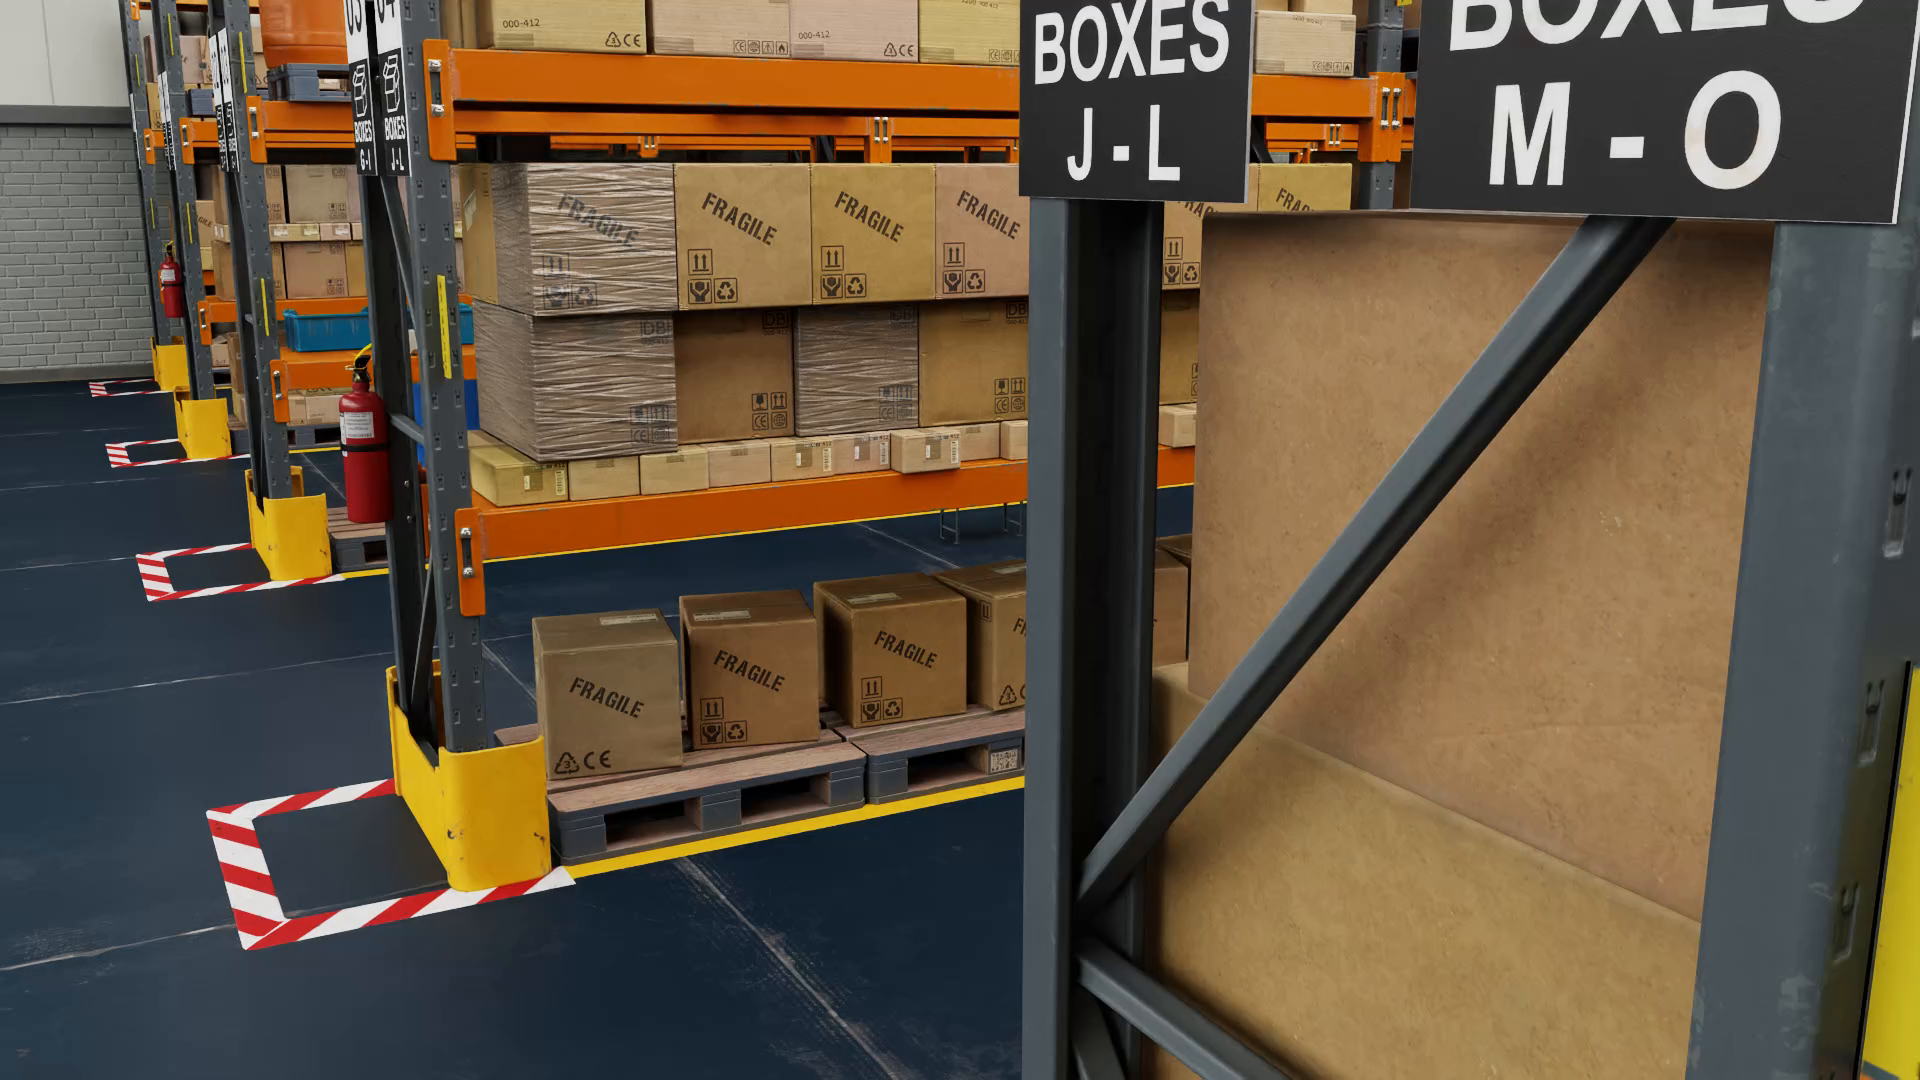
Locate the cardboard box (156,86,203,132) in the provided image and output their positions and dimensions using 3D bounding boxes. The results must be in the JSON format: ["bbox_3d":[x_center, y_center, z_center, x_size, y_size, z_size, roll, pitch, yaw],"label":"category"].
[{"bbox_3d":[-8.797,-4.847,18.711,0.500,0.500,0.500,-6,14,-24],"label":"cardboard box"}]

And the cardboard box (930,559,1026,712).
[{"bbox_3d":[0.212,0.401,7.230,0.500,0.500,0.500,-8,15,-33],"label":"cardboard box"}]

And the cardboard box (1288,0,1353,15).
[{"bbox_3d":[1.442,-2.285,7.030,0.250,0.149,0.380,-6,14,-26],"label":"cardboard box"}]

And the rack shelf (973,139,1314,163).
[{"bbox_3d":[2.112,-4.443,18.825,4.000,0.370,1.077,-7,14,-28],"label":"rack shelf"}]

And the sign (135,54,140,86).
[{"bbox_3d":[-8.782,-5.018,17.751,0.005,0.325,0.100,-7,14,-28],"label":"sign"}]

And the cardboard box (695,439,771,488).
[{"bbox_3d":[-0.893,-0.307,6.212,0.250,0.149,0.380,-7,14,-28],"label":"cardboard box"}]

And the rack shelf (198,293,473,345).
[{"bbox_3d":[-4.910,-2.138,15.415,4.000,0.370,1.077,-7,14,-28],"label":"rack shelf"}]

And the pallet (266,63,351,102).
[{"bbox_3d":[-3.522,-2.763,10.152,1.213,0.211,1.003,-7,14,-28],"label":"pallet"}]

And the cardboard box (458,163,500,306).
[{"bbox_3d":[-1.558,-1.156,6.232,0.500,0.500,0.500,-7,14,-28],"label":"cardboard box"}]

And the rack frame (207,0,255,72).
[{"bbox_3d":[-4.295,-4.250,9.499,0.127,3.000,1.000,-7,14,-28],"label":"rack frame"}]

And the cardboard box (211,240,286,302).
[{"bbox_3d":[-6.249,-2.374,14.597,0.500,0.500,0.700,-7,14,-28],"label":"cardboard box"}]

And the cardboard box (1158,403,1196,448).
[{"bbox_3d":[0.903,-0.501,7.075,0.250,0.149,0.380,-7,14,-28],"label":"cardboard box"}]

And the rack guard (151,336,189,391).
[{"bbox_3d":[-8.975,-2.021,18.951,0.348,0.500,1.175,-7,14,-28],"label":"rack guard"}]

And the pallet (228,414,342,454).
[{"bbox_3d":[-6.014,-1.007,15.101,1.213,0.211,1.003,-7,14,-28],"label":"pallet"}]

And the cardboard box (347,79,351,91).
[{"bbox_3d":[-5.077,-4.186,14.542,0.500,0.500,0.500,-7,14,-28],"label":"cardboard box"}]

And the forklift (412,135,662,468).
[{"bbox_3d":[-2.845,-1.875,12.763,3.031,2.935,1.130,-6,14,-26],"label":"forklift"}]

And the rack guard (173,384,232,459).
[{"bbox_3d":[-6.686,-1.056,14.664,0.348,0.500,1.175,-7,14,-28],"label":"rack guard"}]

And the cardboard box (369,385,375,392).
[{"bbox_3d":[-5.217,-1.629,15.115,0.500,0.500,0.500,-7,14,-28],"label":"cardboard box"}]

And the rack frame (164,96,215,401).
[{"bbox_3d":[-6.665,-2.278,14.401,0.127,3.000,1.000,-7,14,-28],"label":"rack frame"}]

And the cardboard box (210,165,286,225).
[{"bbox_3d":[-6.203,-3.012,14.480,0.500,0.500,0.700,-7,14,-28],"label":"cardboard box"}]

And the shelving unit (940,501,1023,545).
[{"bbox_3d":[0.145,-0.603,11.055,0.503,1.200,0.258,-7,14,-28],"label":"shelving unit"}]

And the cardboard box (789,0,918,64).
[{"bbox_3d":[-0.489,-1.867,6.082,0.500,0.250,0.500,-7,14,-28],"label":"cardboard box"}]

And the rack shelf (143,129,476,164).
[{"bbox_3d":[-7.287,-4.555,19.326,4.000,0.370,1.077,-7,14,-28],"label":"rack shelf"}]

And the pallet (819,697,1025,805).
[{"bbox_3d":[-0.056,0.777,7.174,1.213,0.211,1.003,-7,14,-28],"label":"pallet"}]

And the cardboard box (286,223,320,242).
[{"bbox_3d":[-5.768,-2.698,14.559,0.250,0.149,0.380,-7,14,-28],"label":"cardboard box"}]

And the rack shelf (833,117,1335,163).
[{"bbox_3d":[0.971,-3.067,12.712,4.000,0.370,1.077,-7,14,-28],"label":"rack shelf"}]

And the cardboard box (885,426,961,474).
[{"bbox_3d":[-0.195,-0.369,6.491,0.250,0.149,0.380,-7,14,-28],"label":"cardboard box"}]

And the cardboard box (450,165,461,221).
[{"bbox_3d":[-4.862,-3.175,15.201,0.500,0.500,0.700,-7,14,-28],"label":"cardboard box"}]

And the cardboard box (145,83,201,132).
[{"bbox_3d":[-8.629,-4.742,18.241,0.500,0.500,0.500,-6,14,-26],"label":"cardboard box"}]

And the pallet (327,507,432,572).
[{"bbox_3d":[-3.535,-0.064,10.915,1.213,0.211,1.003,-7,14,-28],"label":"pallet"}]

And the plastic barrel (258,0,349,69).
[{"bbox_3d":[-3.930,-3.277,10.071,0.708,0.830,0.600,-7,14,-28],"label":"plastic barrel"}]

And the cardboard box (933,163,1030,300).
[{"bbox_3d":[0.008,-1.214,6.488,0.500,0.500,0.500,-7,14,-28],"label":"cardboard box"}]

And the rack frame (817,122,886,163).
[{"bbox_3d":[-0.784,-1.744,12.028,0.127,3.000,1.000,-7,14,-28],"label":"rack frame"}]

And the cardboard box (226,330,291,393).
[{"bbox_3d":[-6.337,-1.621,15.080,0.500,0.500,0.500,-7,14,-28],"label":"cardboard box"}]

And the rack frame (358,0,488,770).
[{"bbox_3d":[-1.922,-0.369,5.916,0.127,3.000,1.000,-7,14,-28],"label":"rack frame"}]

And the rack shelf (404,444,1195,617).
[{"bbox_3d":[-0.167,-0.228,6.930,4.000,0.370,1.077,-7,14,-28],"label":"rack shelf"}]

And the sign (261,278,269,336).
[{"bbox_3d":[-4.035,-1.352,9.654,0.005,0.325,0.100,-7,14,-28],"label":"sign"}]

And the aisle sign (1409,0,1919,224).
[{"bbox_3d":[0.447,-0.605,1.046,0.004,0.787,0.394,-7,14,-28],"label":"aisle sign"}]

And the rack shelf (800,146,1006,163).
[{"bbox_3d":[-0.265,-5.397,23.066,4.000,0.370,1.077,-7,14,-28],"label":"rack shelf"}]

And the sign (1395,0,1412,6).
[{"bbox_3d":[1.856,-2.402,6.939,0.005,0.325,0.100,-7,14,-28],"label":"sign"}]

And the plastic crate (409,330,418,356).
[{"bbox_3d":[-3.356,-1.227,10.329,0.250,0.136,0.298,-7,14,-28],"label":"plastic crate"}]

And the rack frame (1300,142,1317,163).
[{"bbox_3d":[3.868,-3.541,20.011,0.127,3.000,1.000,-7,14,-28],"label":"rack frame"}]

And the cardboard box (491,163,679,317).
[{"bbox_3d":[-1.309,-1.056,5.787,0.500,0.500,0.500,-7,14,-28],"label":"cardboard box"}]

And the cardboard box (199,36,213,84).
[{"bbox_3d":[-8.123,-5.279,18.352,0.500,0.500,0.500,-7,14,-29],"label":"cardboard box"}]

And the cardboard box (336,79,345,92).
[{"bbox_3d":[-5.781,-4.114,14.791,0.500,0.250,0.500,-7,14,-28],"label":"cardboard box"}]

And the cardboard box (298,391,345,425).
[{"bbox_3d":[-5.651,-1.209,14.954,0.500,0.250,0.500,-7,14,-28],"label":"cardboard box"}]

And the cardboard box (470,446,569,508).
[{"bbox_3d":[-1.558,-0.230,5.873,0.250,0.149,0.380,-7,14,-28],"label":"cardboard box"}]

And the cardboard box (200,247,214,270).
[{"bbox_3d":[-8.462,-3.159,18.612,0.500,0.250,0.500,-7,15,-29],"label":"cardboard box"}]

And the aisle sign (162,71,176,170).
[{"bbox_3d":[-6.576,-3.481,13.823,0.004,0.787,0.394,-7,14,-28],"label":"aisle sign"}]

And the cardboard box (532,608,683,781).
[{"bbox_3d":[-1.366,0.583,6.422,0.500,0.500,0.500,-4,13,-17],"label":"cardboard box"}]

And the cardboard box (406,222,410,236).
[{"bbox_3d":[-5.088,-2.779,14.922,0.250,0.149,0.380,-7,14,-29],"label":"cardboard box"}]

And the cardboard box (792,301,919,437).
[{"bbox_3d":[-0.585,-0.735,6.640,0.500,0.500,0.875,-7,14,-28],"label":"cardboard box"}]

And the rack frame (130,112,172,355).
[{"bbox_3d":[-9.042,-3.233,18.641,0.127,3.000,1.000,-7,14,-28],"label":"rack frame"}]

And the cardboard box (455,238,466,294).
[{"bbox_3d":[-4.892,-2.537,15.323,0.500,0.500,0.700,-6,14,-26],"label":"cardboard box"}]

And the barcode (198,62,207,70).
[{"bbox_3d":[-6.632,-4.150,14.562,0.075,0.075,0.001,-7,14,-28],"label":"barcode"}]

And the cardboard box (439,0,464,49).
[{"bbox_3d":[-1.621,-1.859,6.046,0.500,0.250,0.500,-6,14,-27],"label":"cardboard box"}]

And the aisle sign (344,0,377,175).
[{"bbox_3d":[-2.120,-1.688,5.859,0.004,0.787,0.394,-7,14,-28],"label":"aisle sign"}]
